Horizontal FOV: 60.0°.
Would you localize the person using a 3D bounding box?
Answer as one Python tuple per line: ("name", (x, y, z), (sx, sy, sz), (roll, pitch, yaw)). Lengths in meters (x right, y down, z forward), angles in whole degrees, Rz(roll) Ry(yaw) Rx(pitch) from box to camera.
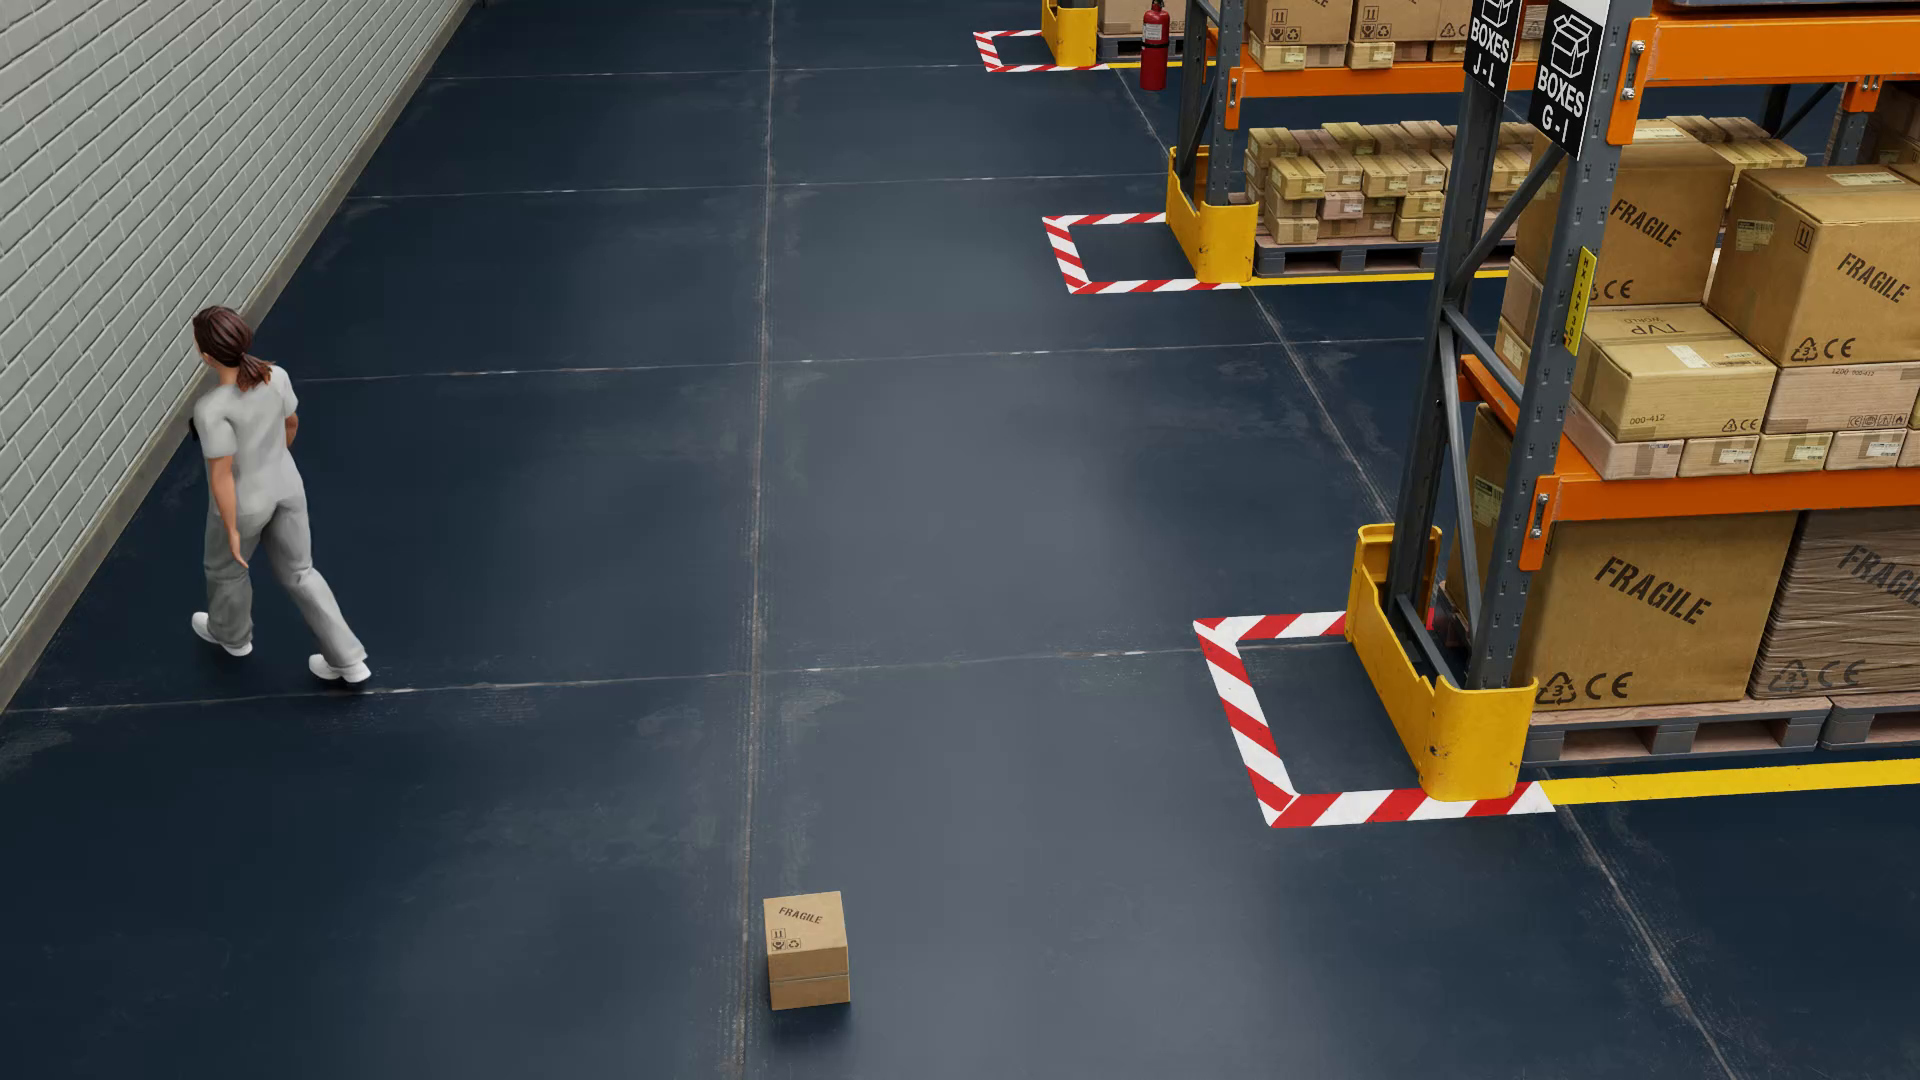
("person", (-2.792, -0.197, 6.466), (0.911, 1.617, 0.481), (18, 36, 27))
